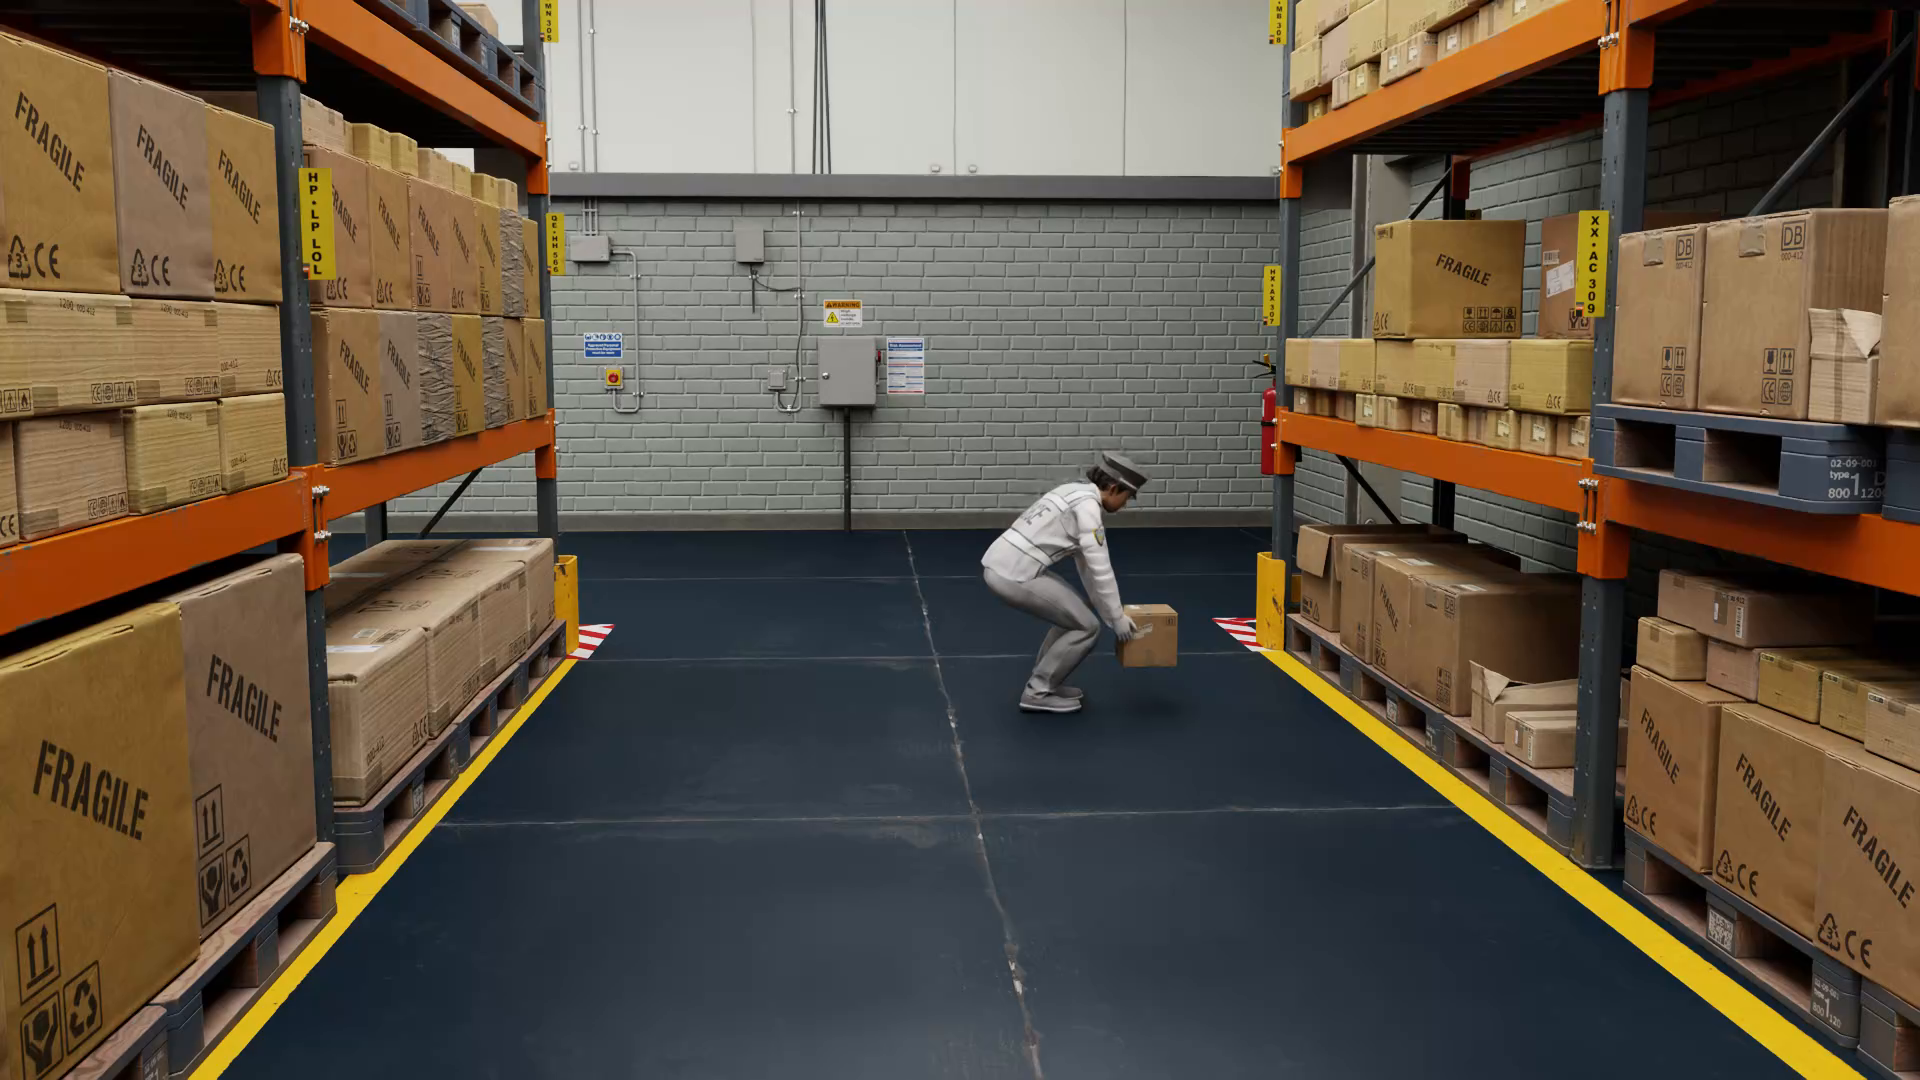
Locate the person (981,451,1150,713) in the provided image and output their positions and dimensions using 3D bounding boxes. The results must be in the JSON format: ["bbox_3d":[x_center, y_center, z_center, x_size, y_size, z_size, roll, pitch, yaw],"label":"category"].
[{"bbox_3d":[0.491,0.183,7.741,0.788,1.188,0.524,0,7,-4],"label":"person"}]
